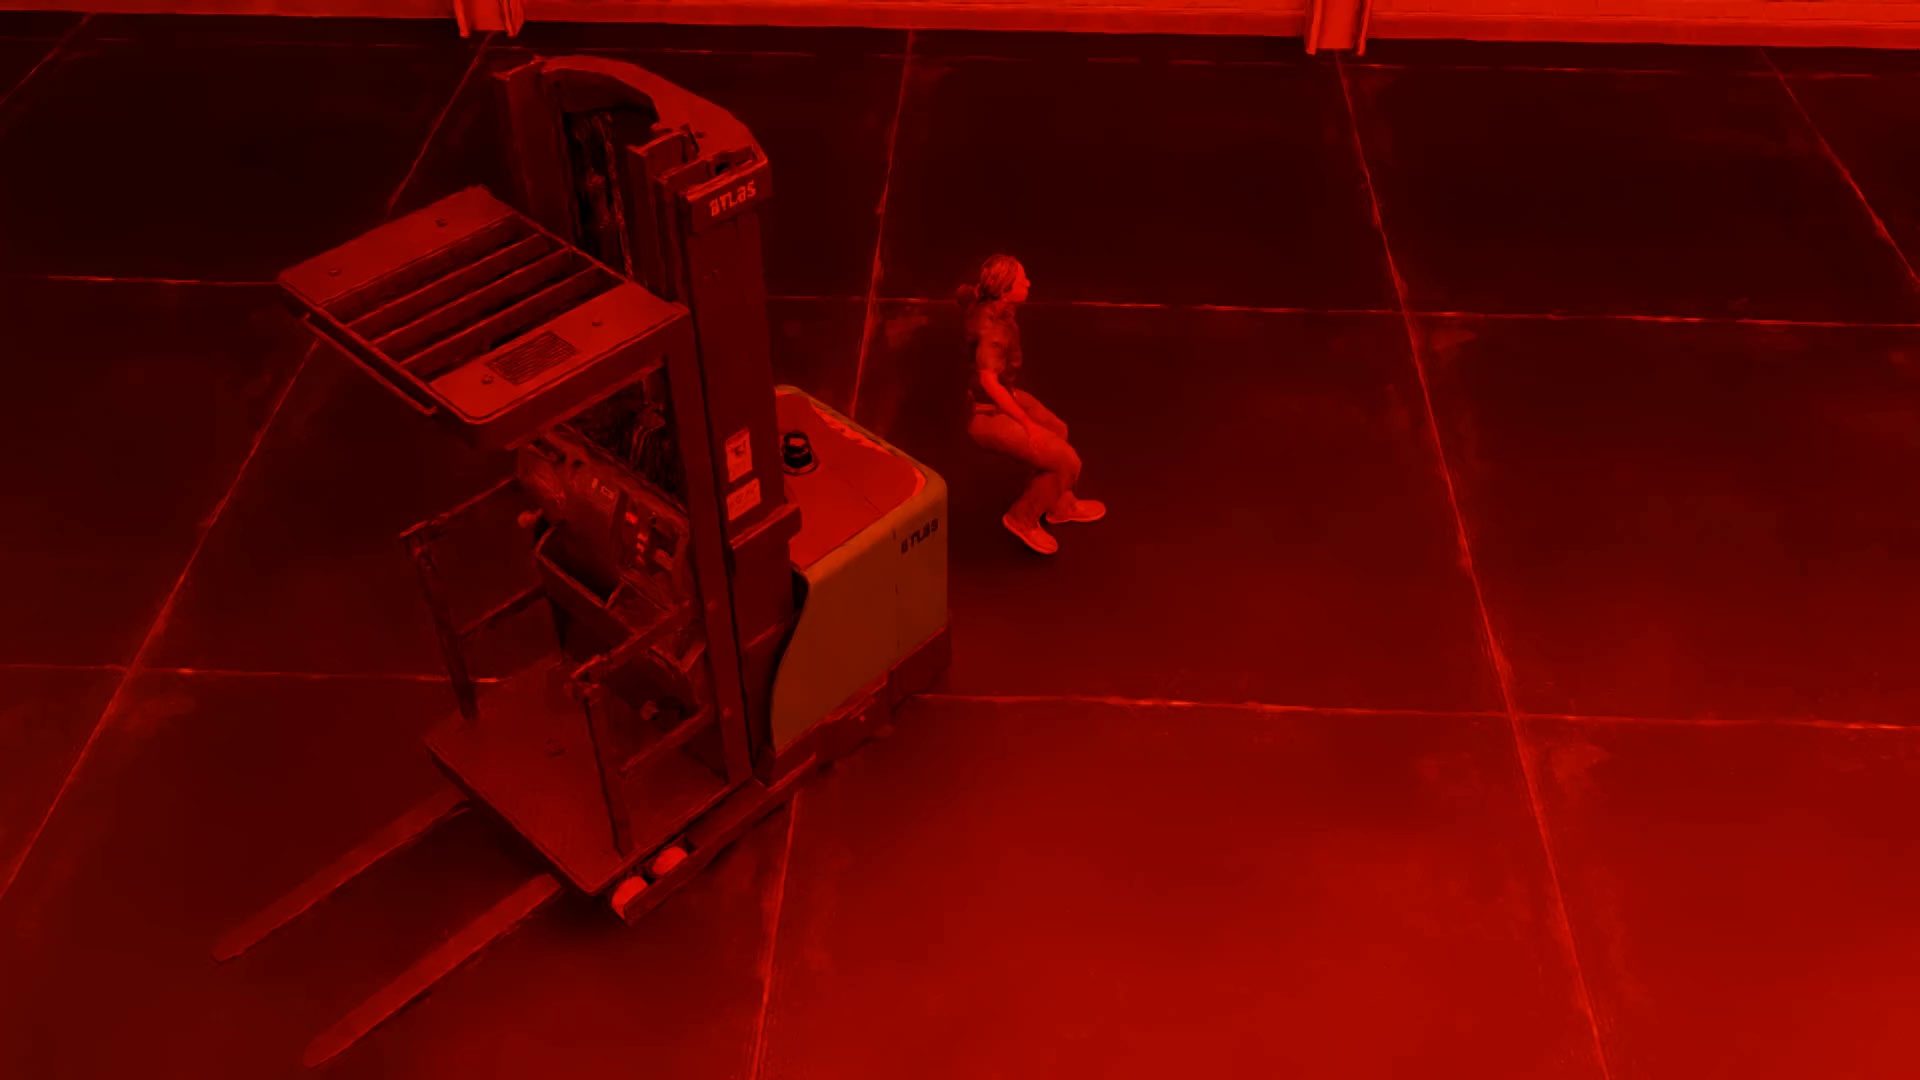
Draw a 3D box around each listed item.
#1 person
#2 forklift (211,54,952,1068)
[{"bbox_3d":[0.352,-0.629,7.469,0.711,1.523,0.985,-2,42,-2],"label":"person"},{"bbox_3d":[-1.410,-0.029,5.774,1.130,2.935,3.031,32,51,30],"label":"forklift"}]
